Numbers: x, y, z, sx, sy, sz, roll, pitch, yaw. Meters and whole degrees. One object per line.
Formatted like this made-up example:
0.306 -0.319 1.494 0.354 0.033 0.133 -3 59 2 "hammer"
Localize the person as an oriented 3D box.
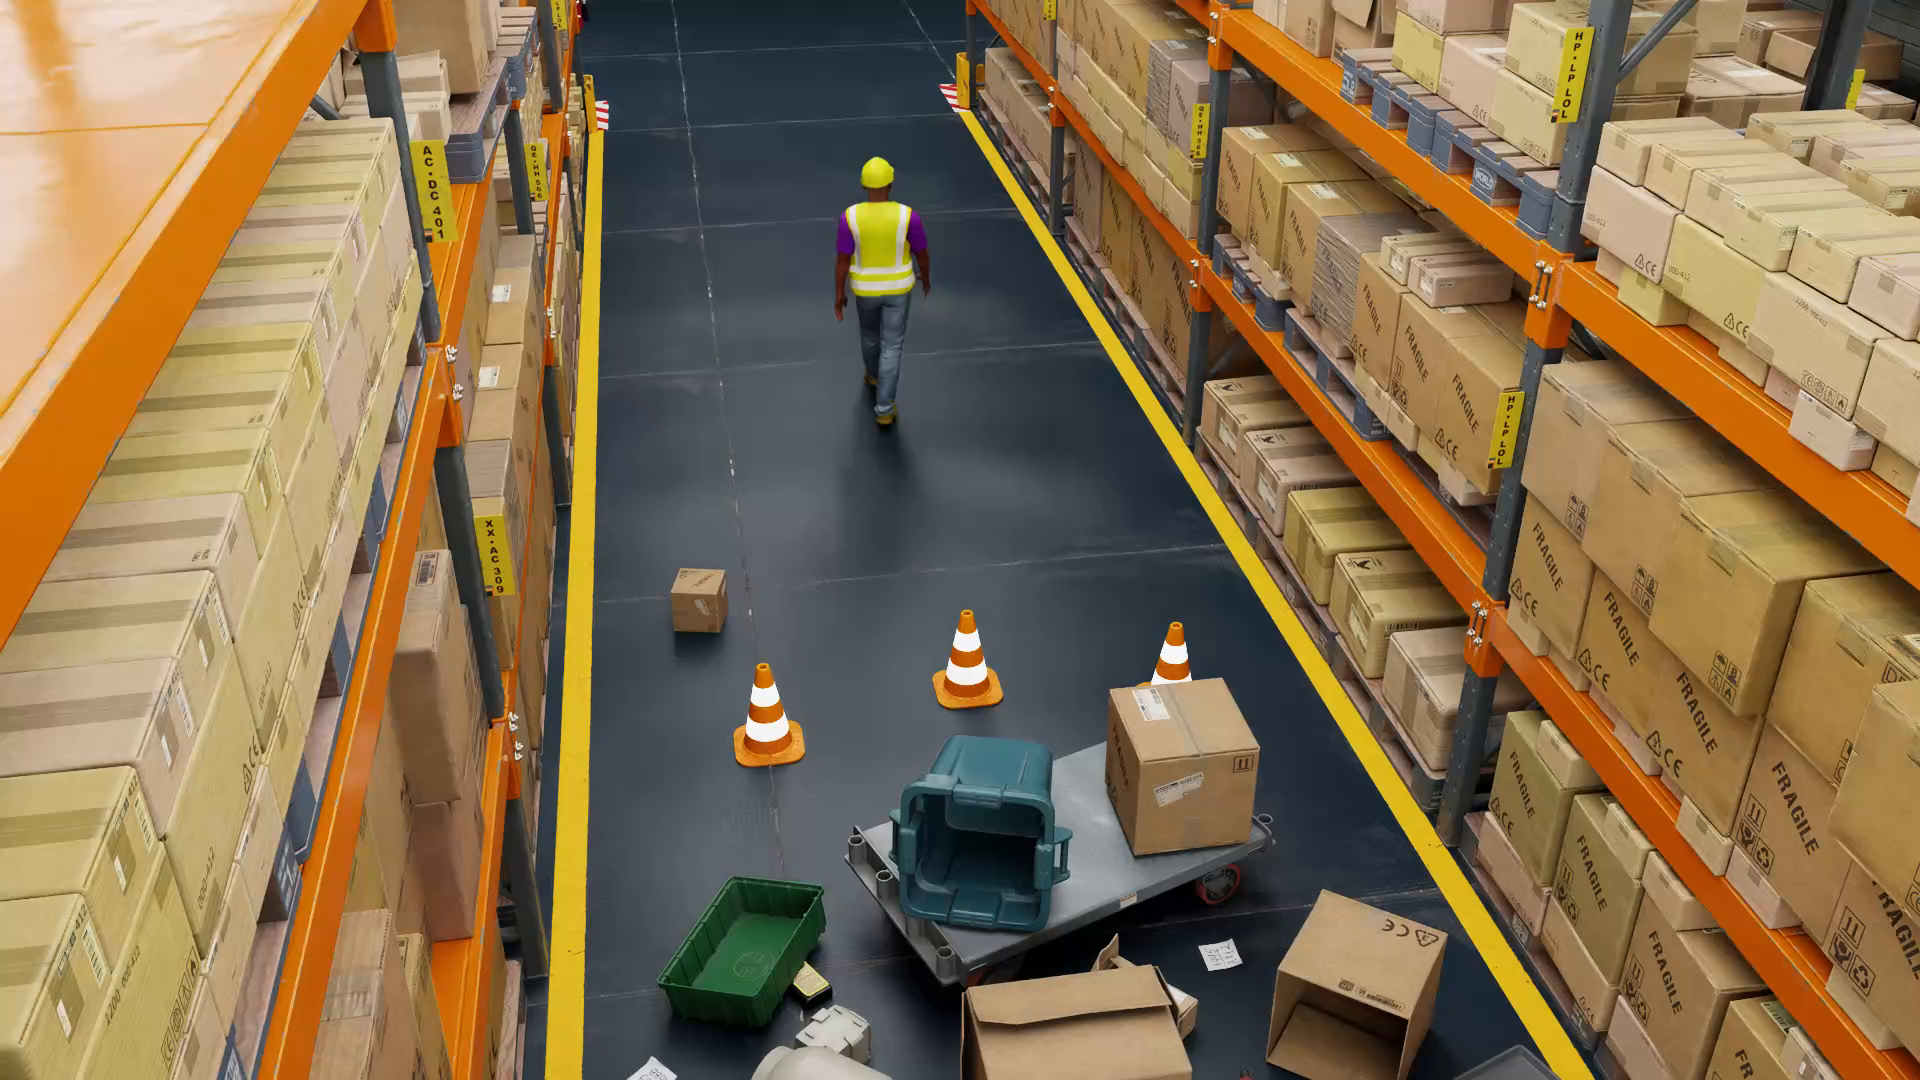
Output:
-0.496 -1.713 10.989 0.613 1.732 0.929 3 31 4 "person"
